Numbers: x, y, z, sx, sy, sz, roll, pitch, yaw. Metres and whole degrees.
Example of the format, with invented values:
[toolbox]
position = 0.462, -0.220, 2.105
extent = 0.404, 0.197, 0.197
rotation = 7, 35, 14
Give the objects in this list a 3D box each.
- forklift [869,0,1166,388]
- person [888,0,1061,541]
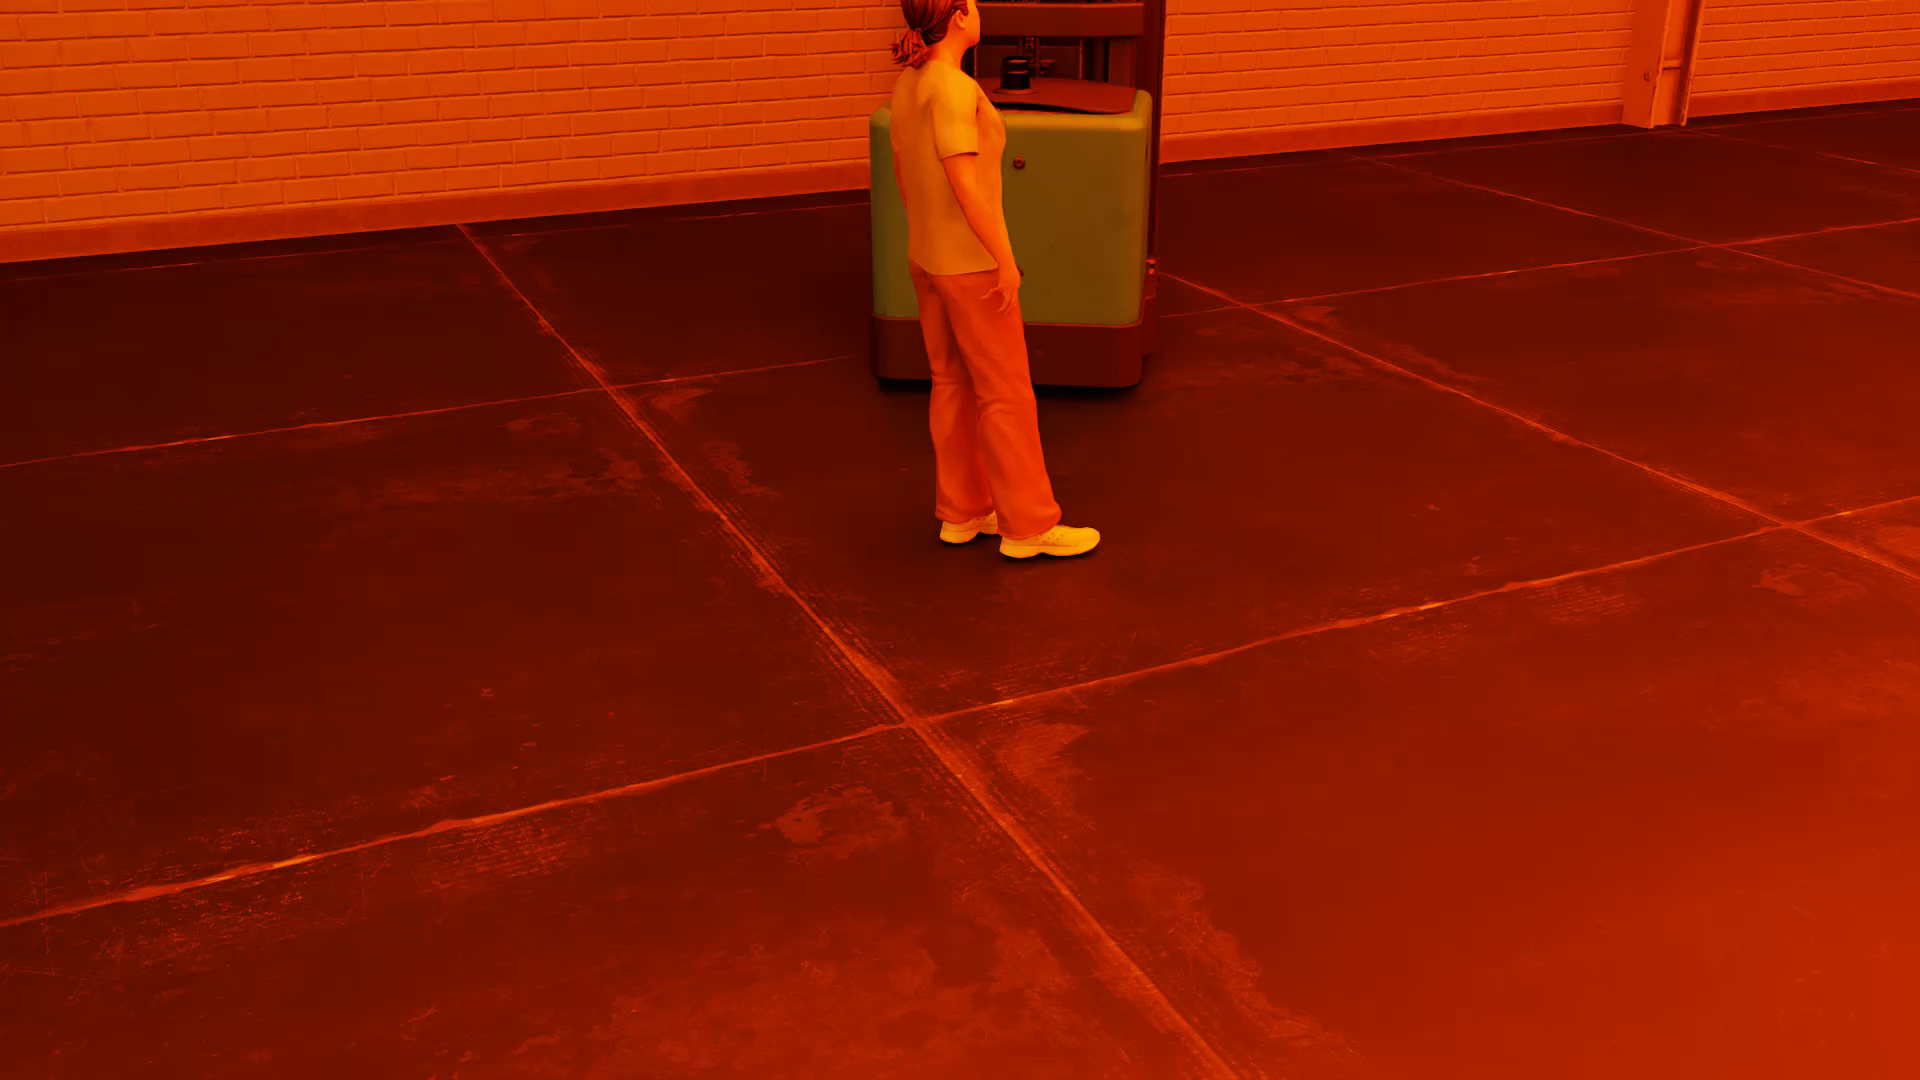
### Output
[forklift]
position = 0.359, -2.461, 7.211
extent = 1.130, 2.935, 3.031
rotation = 3, 23, 7
[person]
position = 0.012, -0.813, 4.773
extent = 0.428, 1.609, 0.536
rotation = -10, 25, -23
